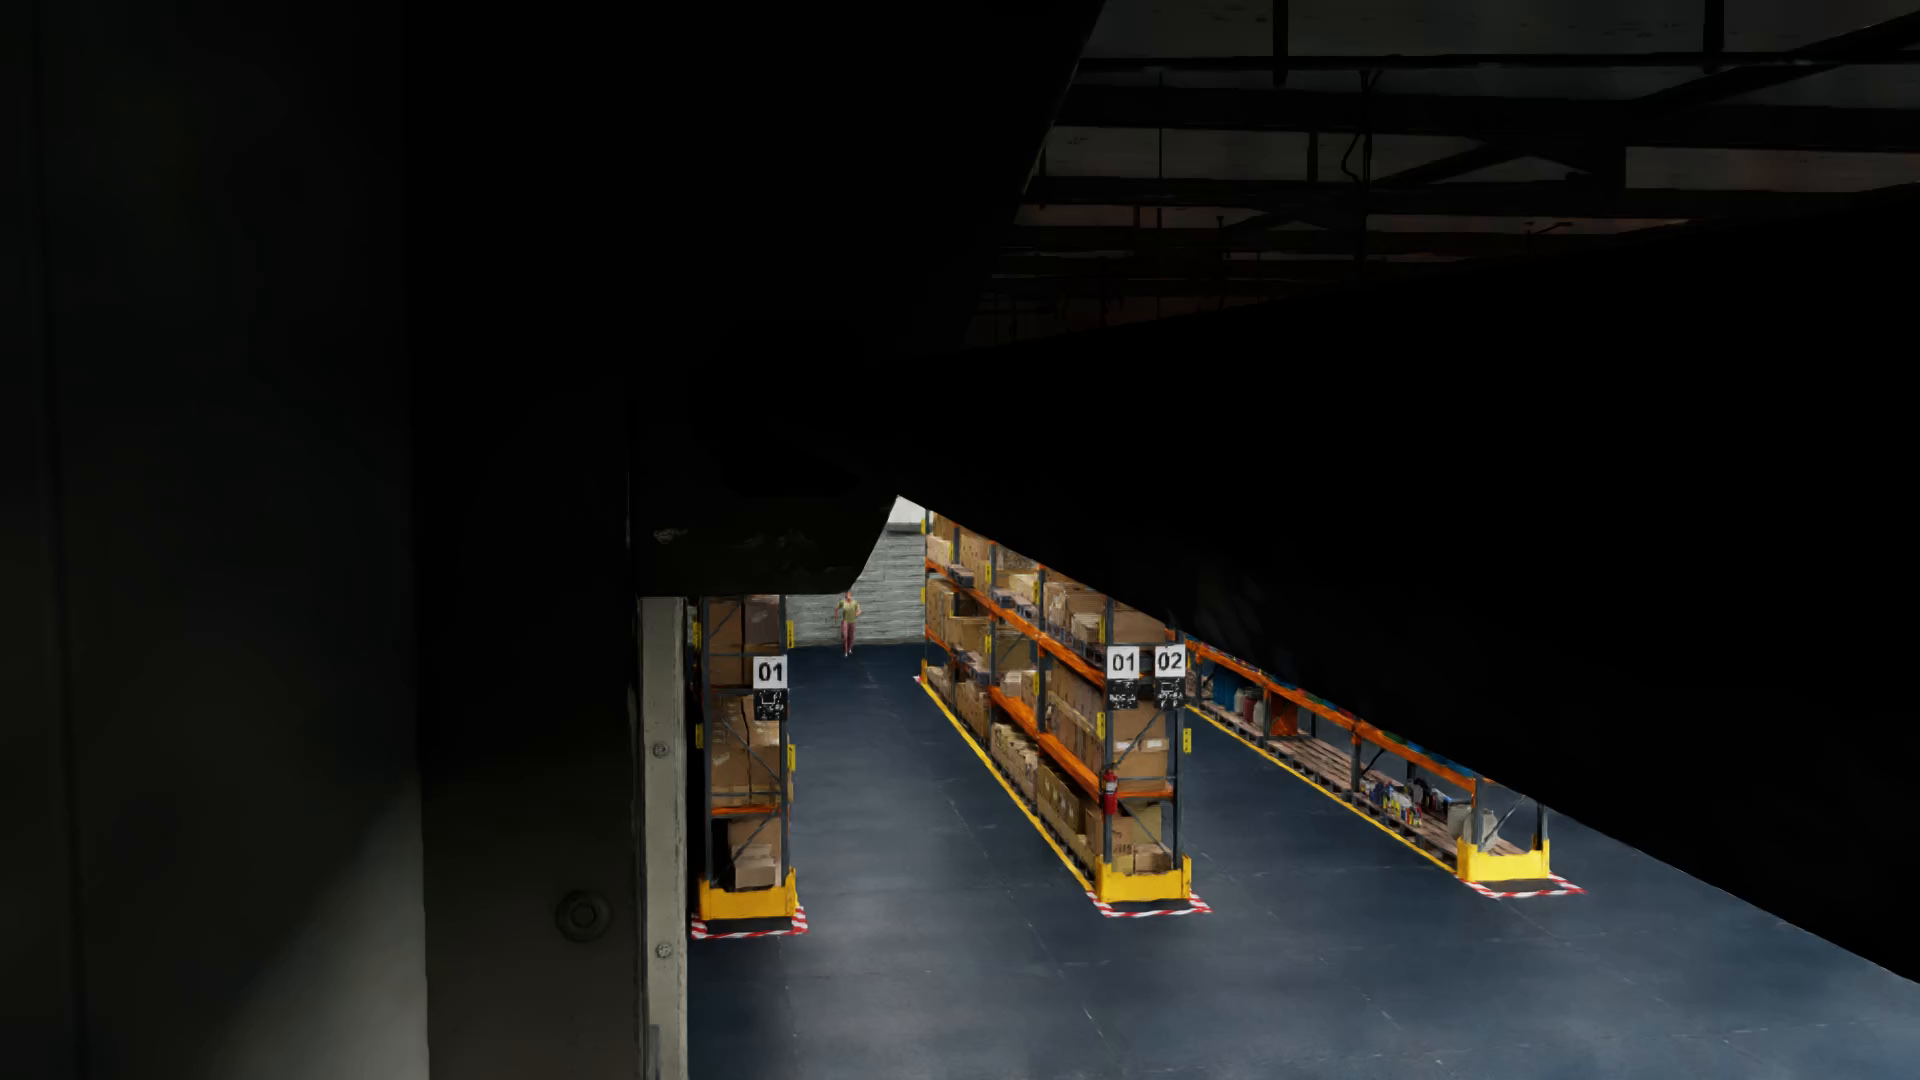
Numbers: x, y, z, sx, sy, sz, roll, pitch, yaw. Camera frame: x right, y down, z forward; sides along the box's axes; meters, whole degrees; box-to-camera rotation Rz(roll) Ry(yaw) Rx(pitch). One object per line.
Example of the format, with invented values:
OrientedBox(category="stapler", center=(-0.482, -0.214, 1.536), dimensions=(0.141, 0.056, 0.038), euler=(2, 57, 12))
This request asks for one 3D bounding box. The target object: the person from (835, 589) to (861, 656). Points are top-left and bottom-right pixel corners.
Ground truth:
OrientedBox(category="person", center=(-2.708, 1.977, 40.385), dimensions=(0.603, 1.590, 0.830), euler=(-1, 5, -13))
